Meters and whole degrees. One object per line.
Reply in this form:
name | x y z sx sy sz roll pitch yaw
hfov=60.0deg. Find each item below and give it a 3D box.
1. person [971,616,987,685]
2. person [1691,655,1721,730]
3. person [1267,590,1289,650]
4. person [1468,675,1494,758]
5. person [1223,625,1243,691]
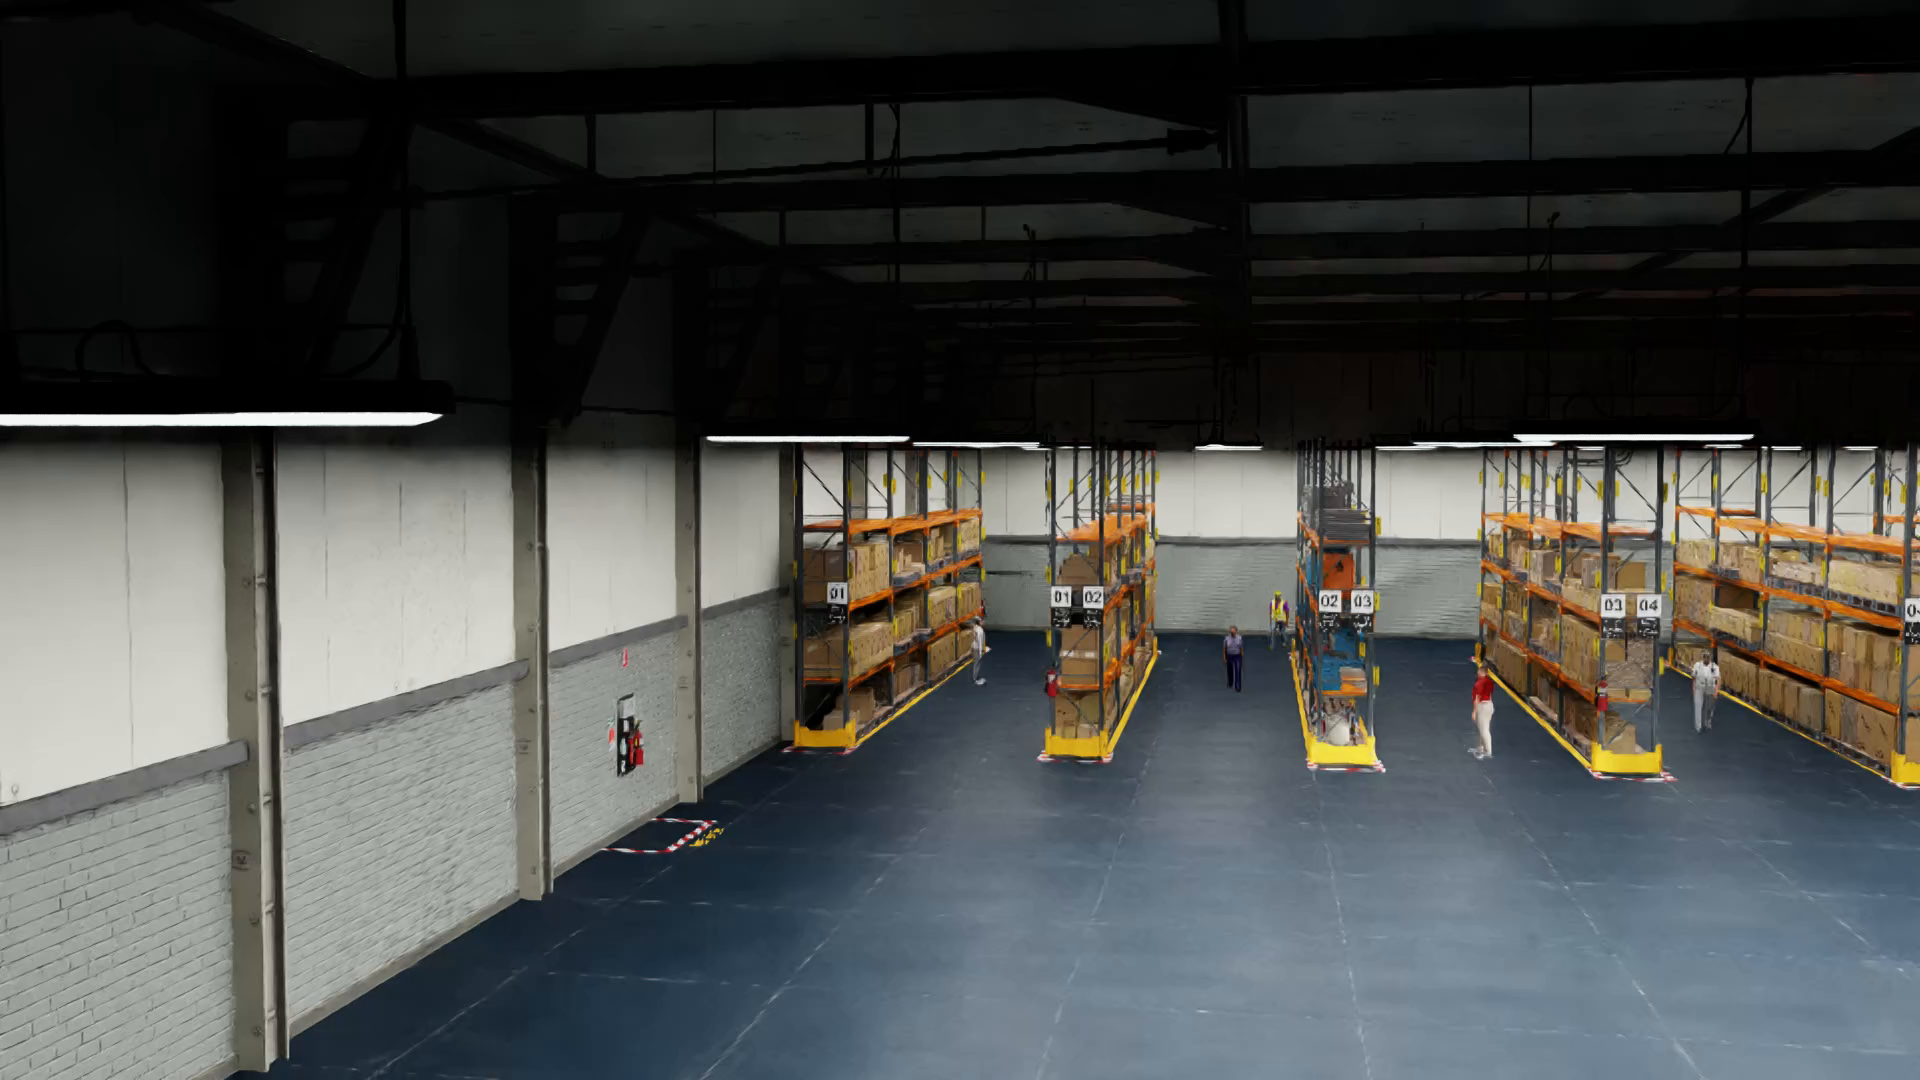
person | 0.487 2.705 40.940 0.434 1.681 0.554 -1 3 -12
person | 15.209 3.049 33.911 0.533 1.593 0.671 1 3 19
person | 9.260 2.312 48.270 0.603 1.728 0.939 1 3 26
person | 9.780 3.294 31.247 0.555 1.529 0.556 3 4 40
person | 6.549 2.825 39.918 0.478 1.544 1.090 1 3 12
